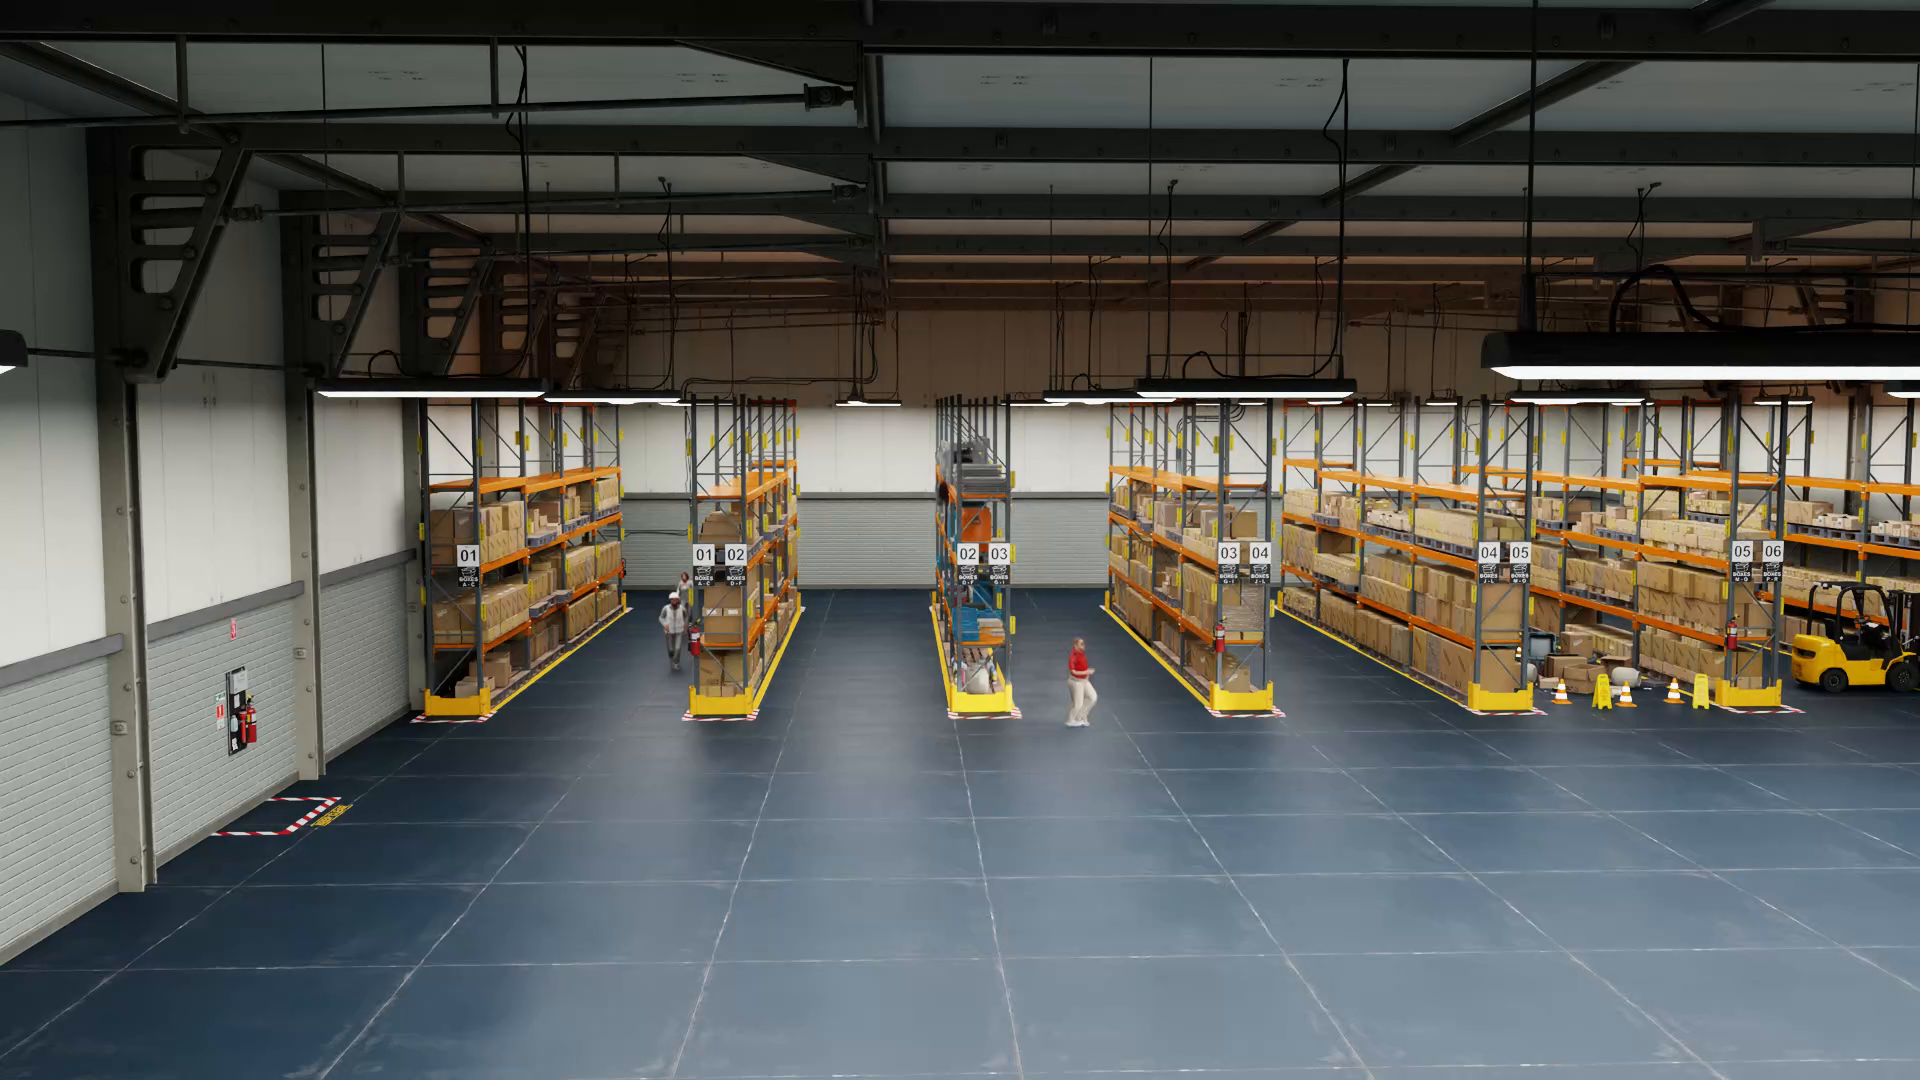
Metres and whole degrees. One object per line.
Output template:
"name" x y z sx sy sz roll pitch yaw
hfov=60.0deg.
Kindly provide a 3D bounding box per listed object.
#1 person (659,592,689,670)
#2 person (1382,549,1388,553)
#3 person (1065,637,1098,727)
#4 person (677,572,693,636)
"person" -6.292 1.994 36.632 0.657 1.722 0.681 -1 5 -9
"person" 12.686 1.049 49.379 0.725 1.567 0.540 -1 5 -13
"person" 2.116 2.563 29.695 0.636 1.692 0.791 2 5 28
"person" -6.940 1.611 42.320 0.541 1.593 0.733 0 4 2
